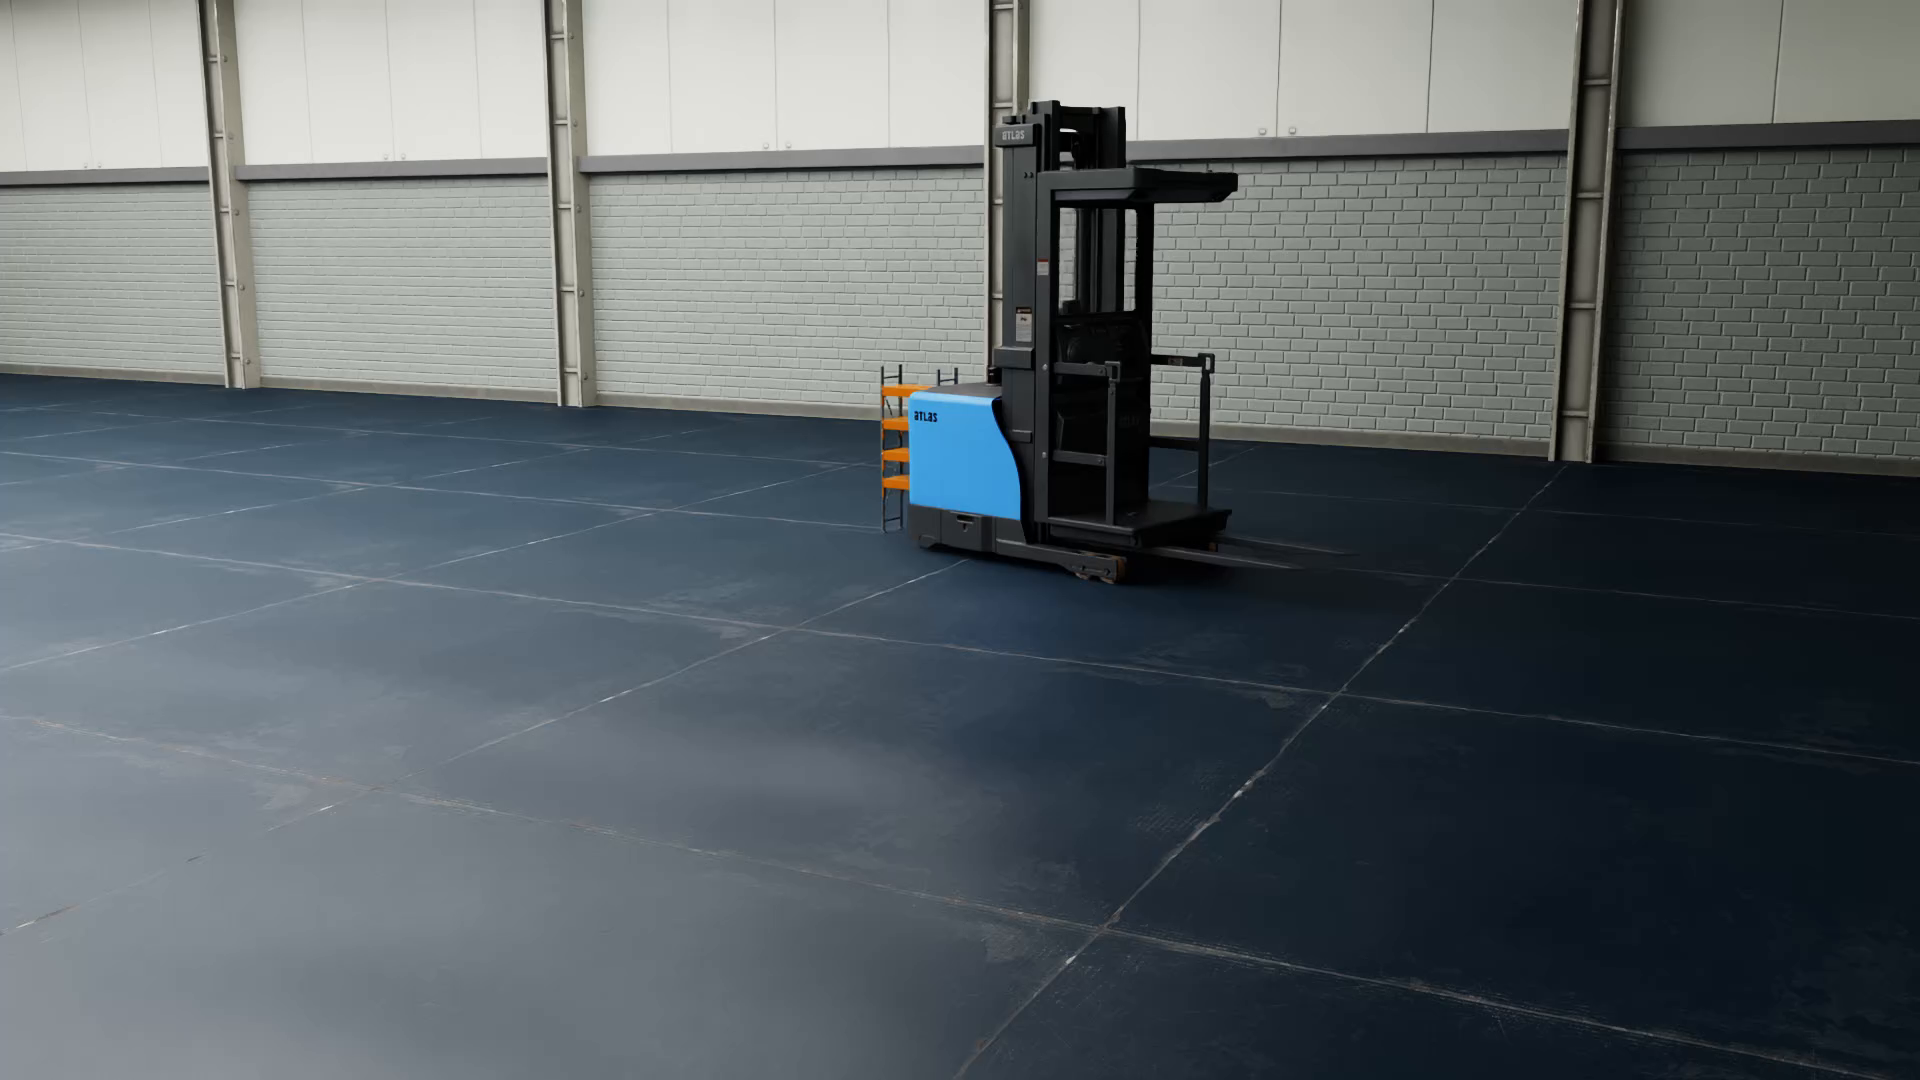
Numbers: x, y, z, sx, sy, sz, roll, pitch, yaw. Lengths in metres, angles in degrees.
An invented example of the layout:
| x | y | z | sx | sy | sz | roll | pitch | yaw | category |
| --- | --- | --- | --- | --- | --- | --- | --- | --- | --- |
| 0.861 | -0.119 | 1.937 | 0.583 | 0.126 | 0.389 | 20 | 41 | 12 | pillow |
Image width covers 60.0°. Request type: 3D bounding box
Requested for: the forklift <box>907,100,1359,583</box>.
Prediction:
| x | y | z | sx | sy | sz | roll | pitch | yaw | category |
| --- | --- | --- | --- | --- | --- | --- | --- | --- | --- |
| 1.066 | -1.279 | 10.567 | 3.031 | 2.935 | 1.130 | 9 | 14 | 41 | forklift |

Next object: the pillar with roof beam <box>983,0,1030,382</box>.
| x | y | z | sx | sy | sz | roll | pitch | yaw | category |
| --- | --- | --- | --- | --- | --- | --- | --- | --- | --- |
| -1.401 | -4.984 | 13.999 | 0.400 | 9.000 | 9.100 | 5 | 11 | 26 | pillar with roof beam |

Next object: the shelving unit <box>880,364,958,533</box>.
| x | y | z | sx | sy | sz | roll | pitch | yaw | category |
| --- | --- | --- | --- | --- | --- | --- | --- | --- | --- |
| -0.290 | -0.635 | 11.870 | 0.503 | 1.200 | 0.258 | 7 | 12 | 33 | shelving unit |

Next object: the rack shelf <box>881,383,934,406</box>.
| x | y | z | sx | sy | sz | roll | pitch | yaw | category |
| --- | --- | --- | --- | --- | --- | --- | --- | --- | --- |
| -0.290 | -1.022 | 11.800 | 0.480 | 0.148 | 0.258 | 7 | 12 | 33 | rack shelf |

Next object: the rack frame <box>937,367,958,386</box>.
| x | y | z | sx | sy | sz | roll | pitch | yaw | category |
| --- | --- | --- | --- | --- | --- | --- | --- | --- | --- |
| -0.088 | -0.611 | 11.736 | 0.015 | 1.200 | 0.240 | 7 | 12 | 33 | rack frame |

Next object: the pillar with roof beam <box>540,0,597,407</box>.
| x | y | z | sx | sy | sz | roll | pitch | yaw | category |
| --- | --- | --- | --- | --- | --- | --- | --- | --- | --- |
| -6.782 | -5.457 | 16.612 | 0.400 | 9.000 | 9.100 | 5 | 11 | 26 | pillar with roof beam |

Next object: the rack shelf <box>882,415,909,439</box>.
| x | y | z | sx | sy | sz | roll | pitch | yaw | category |
| --- | --- | --- | --- | --- | --- | --- | --- | --- | --- |
| -0.290 | -0.789 | 11.843 | 0.480 | 0.148 | 0.258 | 7 | 12 | 33 | rack shelf |

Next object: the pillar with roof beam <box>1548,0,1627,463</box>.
| x | y | z | sx | sy | sz | roll | pitch | yaw | category |
| --- | --- | --- | --- | --- | --- | --- | --- | --- | --- |
| 3.979 | -4.511 | 11.387 | 0.400 | 9.000 | 9.100 | 5 | 11 | 26 | pillar with roof beam |

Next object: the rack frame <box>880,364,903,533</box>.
| x | y | z | sx | sy | sz | roll | pitch | yaw | category |
| --- | --- | --- | --- | --- | --- | --- | --- | --- | --- |
| -0.492 | -0.659 | 12.005 | 0.015 | 1.200 | 0.240 | 7 | 12 | 33 | rack frame |

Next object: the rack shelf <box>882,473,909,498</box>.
| x | y | z | sx | sy | sz | roll | pitch | yaw | category |
| --- | --- | --- | --- | --- | --- | --- | --- | --- | --- |
| -0.290 | -0.374 | 11.918 | 0.480 | 0.148 | 0.258 | 7 | 12 | 33 | rack shelf |

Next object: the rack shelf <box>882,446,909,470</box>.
| x | y | z | sx | sy | sz | roll | pitch | yaw | category |
| --- | --- | --- | --- | --- | --- | --- | --- | --- | --- |
| -0.290 | -0.569 | 11.882 | 0.480 | 0.148 | 0.258 | 7 | 12 | 33 | rack shelf |

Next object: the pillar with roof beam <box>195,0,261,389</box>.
| x | y | z | sx | sy | sz | roll | pitch | yaw | category |
| --- | --- | --- | --- | --- | --- | --- | --- | --- | --- |
| -12.163 | -5.929 | 19.224 | 0.400 | 9.000 | 9.100 | 5 | 11 | 26 | pillar with roof beam |
